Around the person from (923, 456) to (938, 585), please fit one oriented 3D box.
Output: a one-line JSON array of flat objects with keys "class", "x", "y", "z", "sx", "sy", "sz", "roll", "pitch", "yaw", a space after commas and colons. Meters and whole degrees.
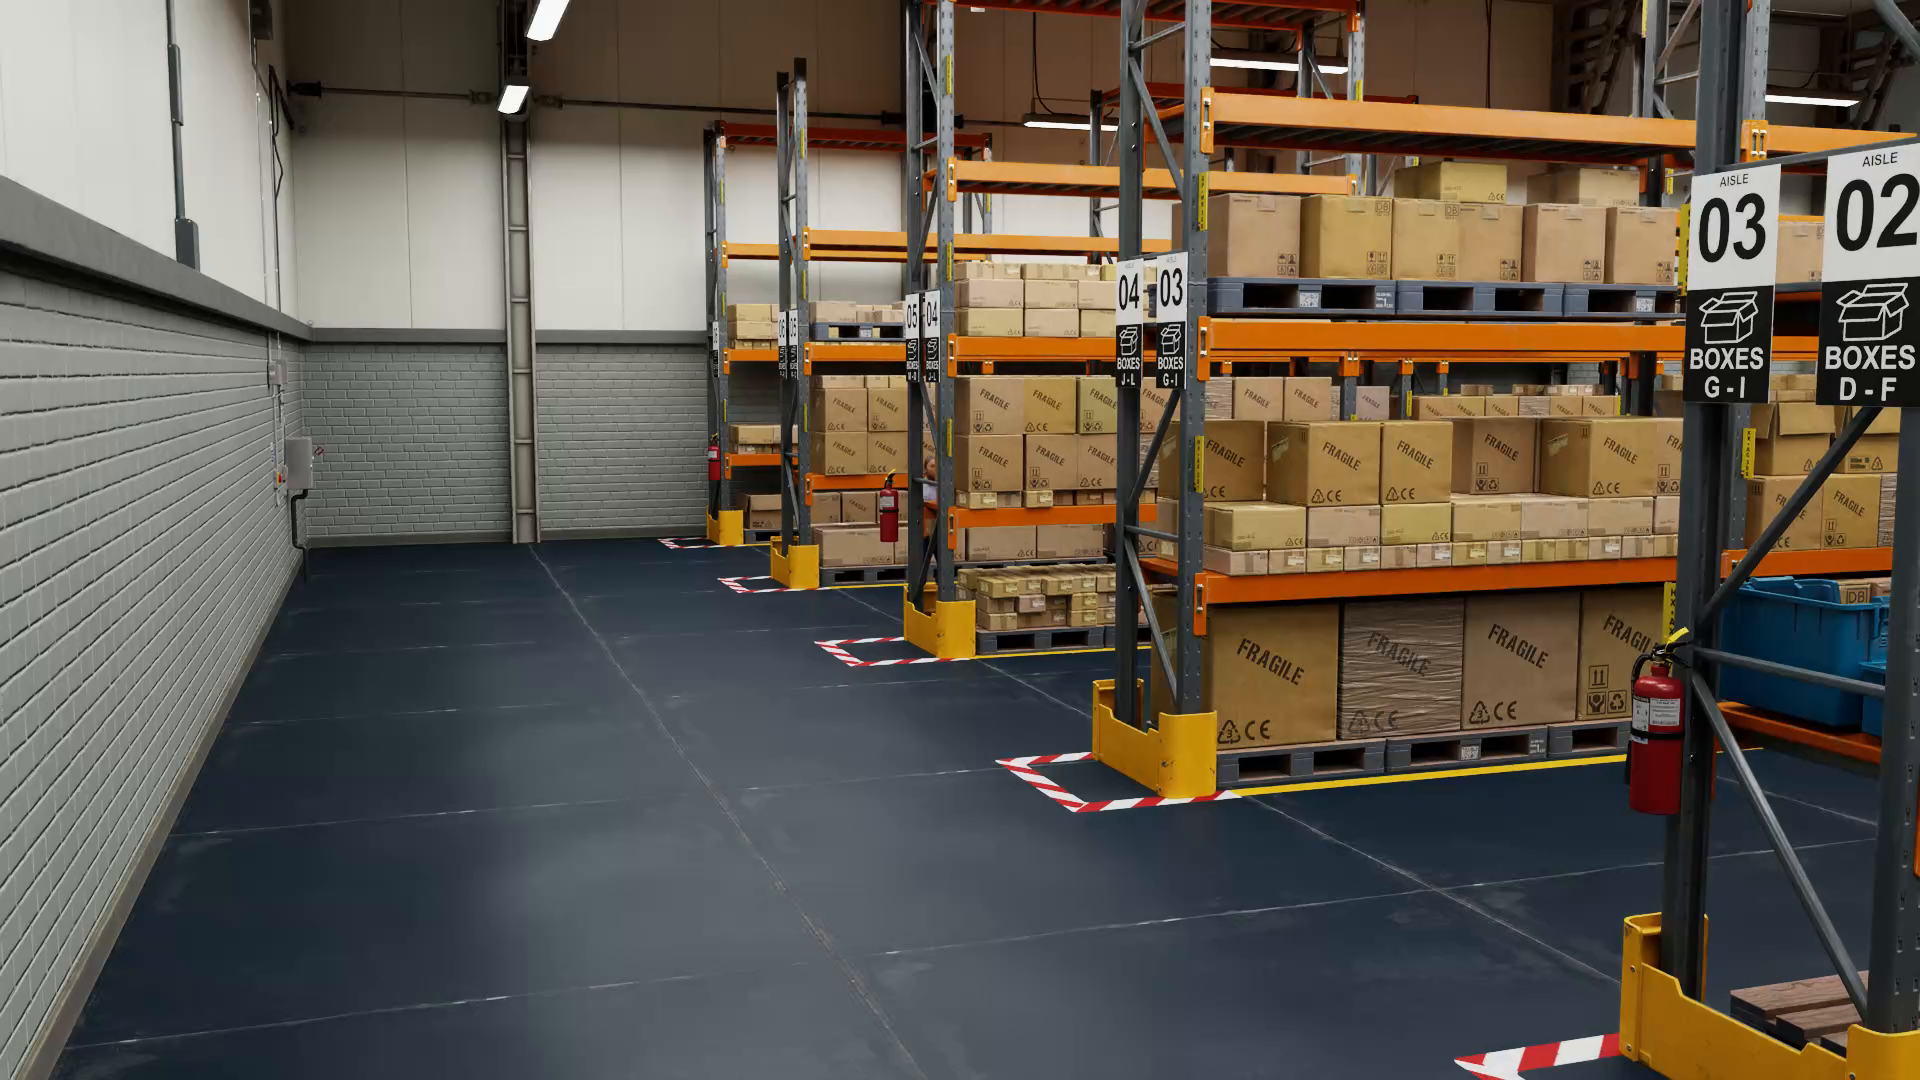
[{"class": "person", "x": -0.263, "y": -0.029, "z": 17.052, "sx": 0.452, "sy": 1.619, "sz": 0.518, "roll": -2, "pitch": 6, "yaw": -18}]
